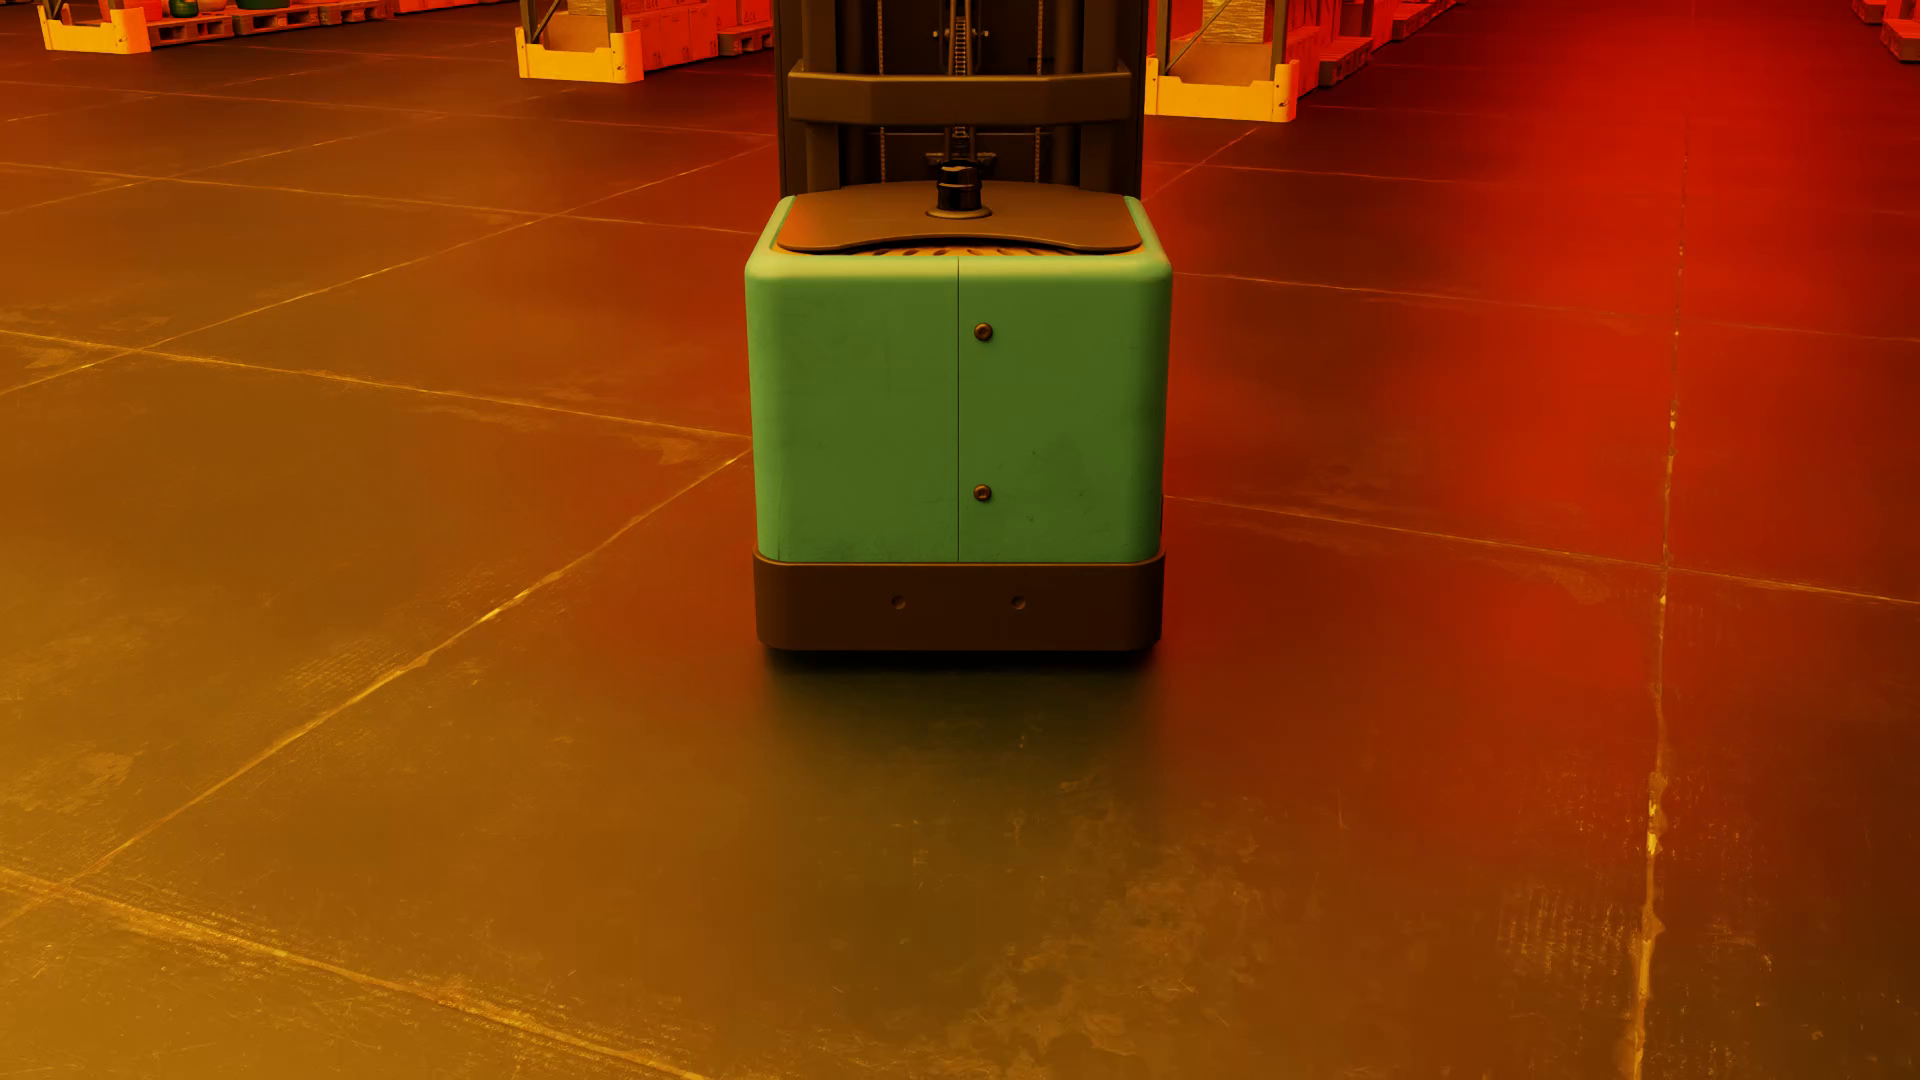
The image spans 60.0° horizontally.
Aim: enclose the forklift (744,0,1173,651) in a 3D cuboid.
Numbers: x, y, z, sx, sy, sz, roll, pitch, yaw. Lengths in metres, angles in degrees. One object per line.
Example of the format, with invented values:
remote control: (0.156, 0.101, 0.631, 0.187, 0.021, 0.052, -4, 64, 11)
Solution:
forklift: (0.002, -1.587, 5.089, 1.130, 2.935, 3.031, 0, 23, 0)
